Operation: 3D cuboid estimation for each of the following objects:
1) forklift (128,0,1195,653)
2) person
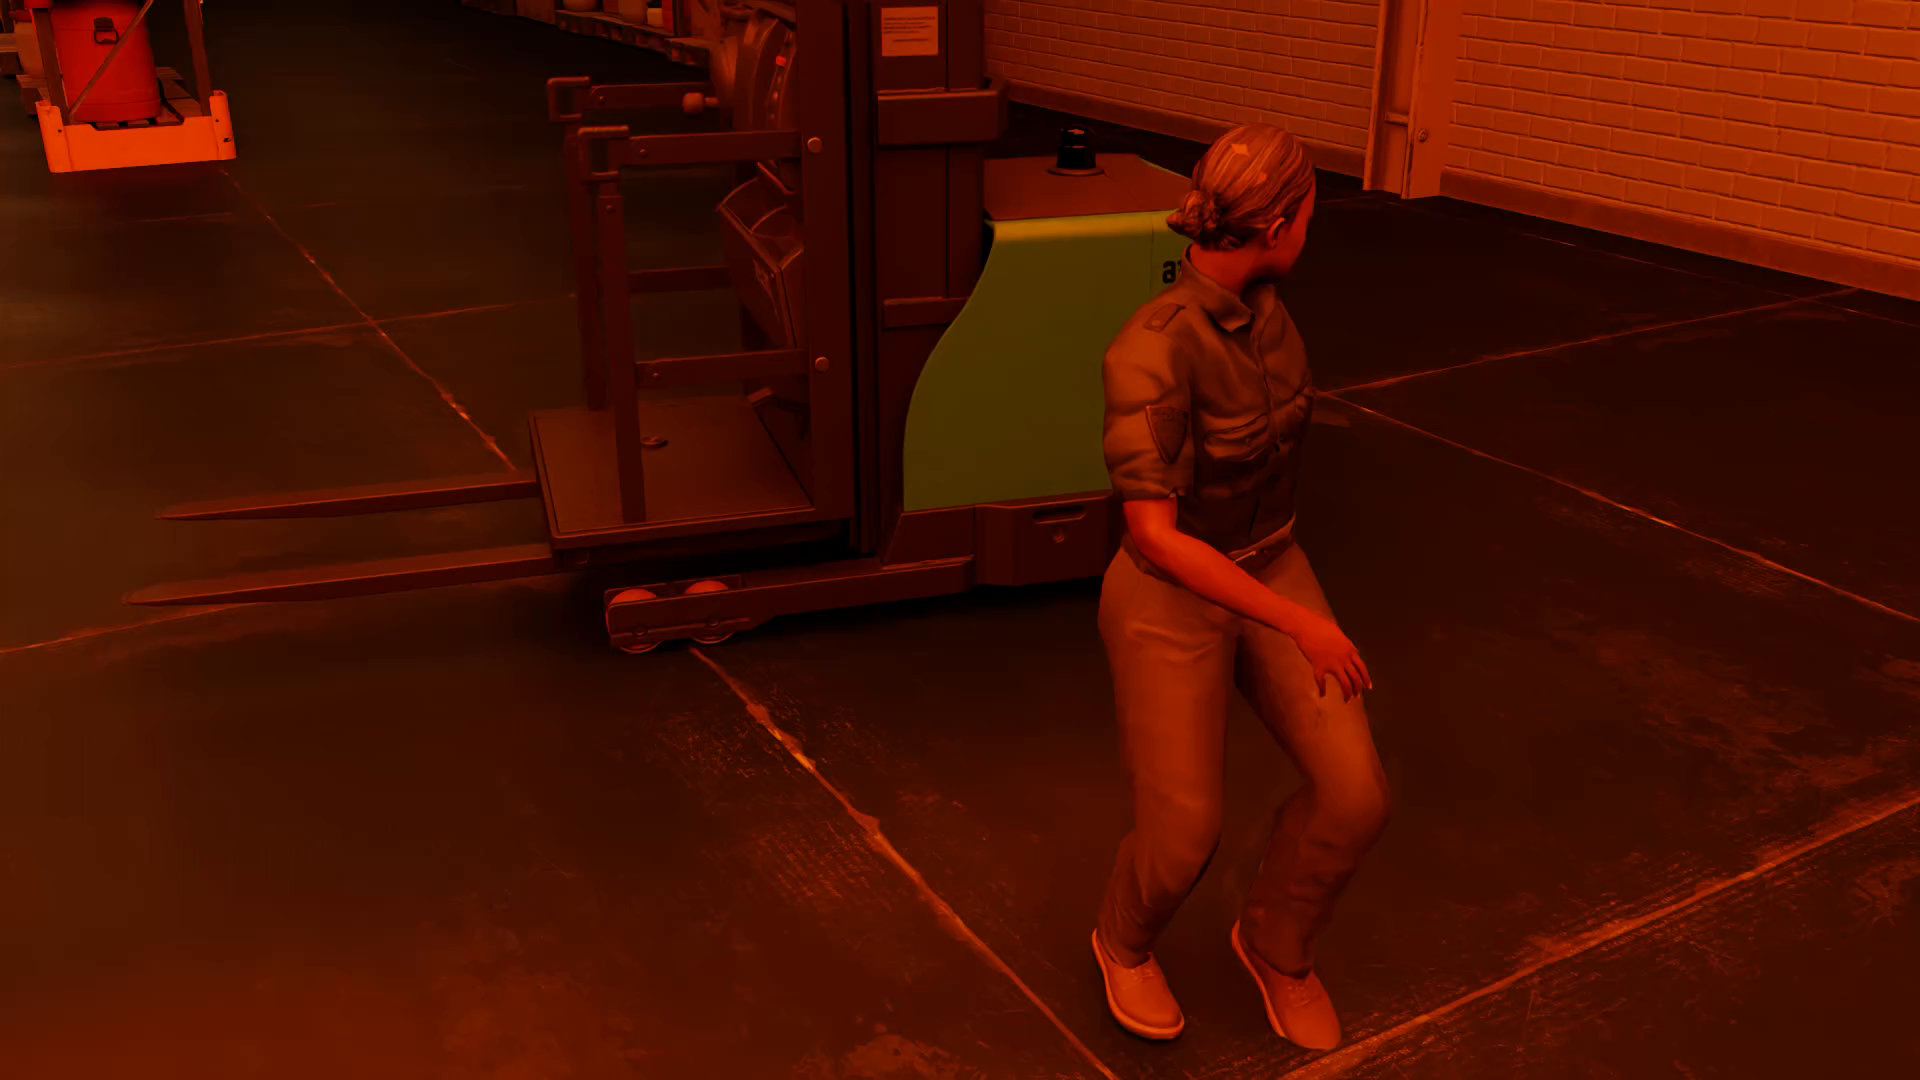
[{"bbox_3d":[-0.732,-1.280,4.393,3.031,2.935,1.130,-7,23,-16],"label":"forklift"},{"bbox_3d":[0.432,0.133,2.782,0.583,1.639,0.720,-14,26,-30],"label":"person"}]
